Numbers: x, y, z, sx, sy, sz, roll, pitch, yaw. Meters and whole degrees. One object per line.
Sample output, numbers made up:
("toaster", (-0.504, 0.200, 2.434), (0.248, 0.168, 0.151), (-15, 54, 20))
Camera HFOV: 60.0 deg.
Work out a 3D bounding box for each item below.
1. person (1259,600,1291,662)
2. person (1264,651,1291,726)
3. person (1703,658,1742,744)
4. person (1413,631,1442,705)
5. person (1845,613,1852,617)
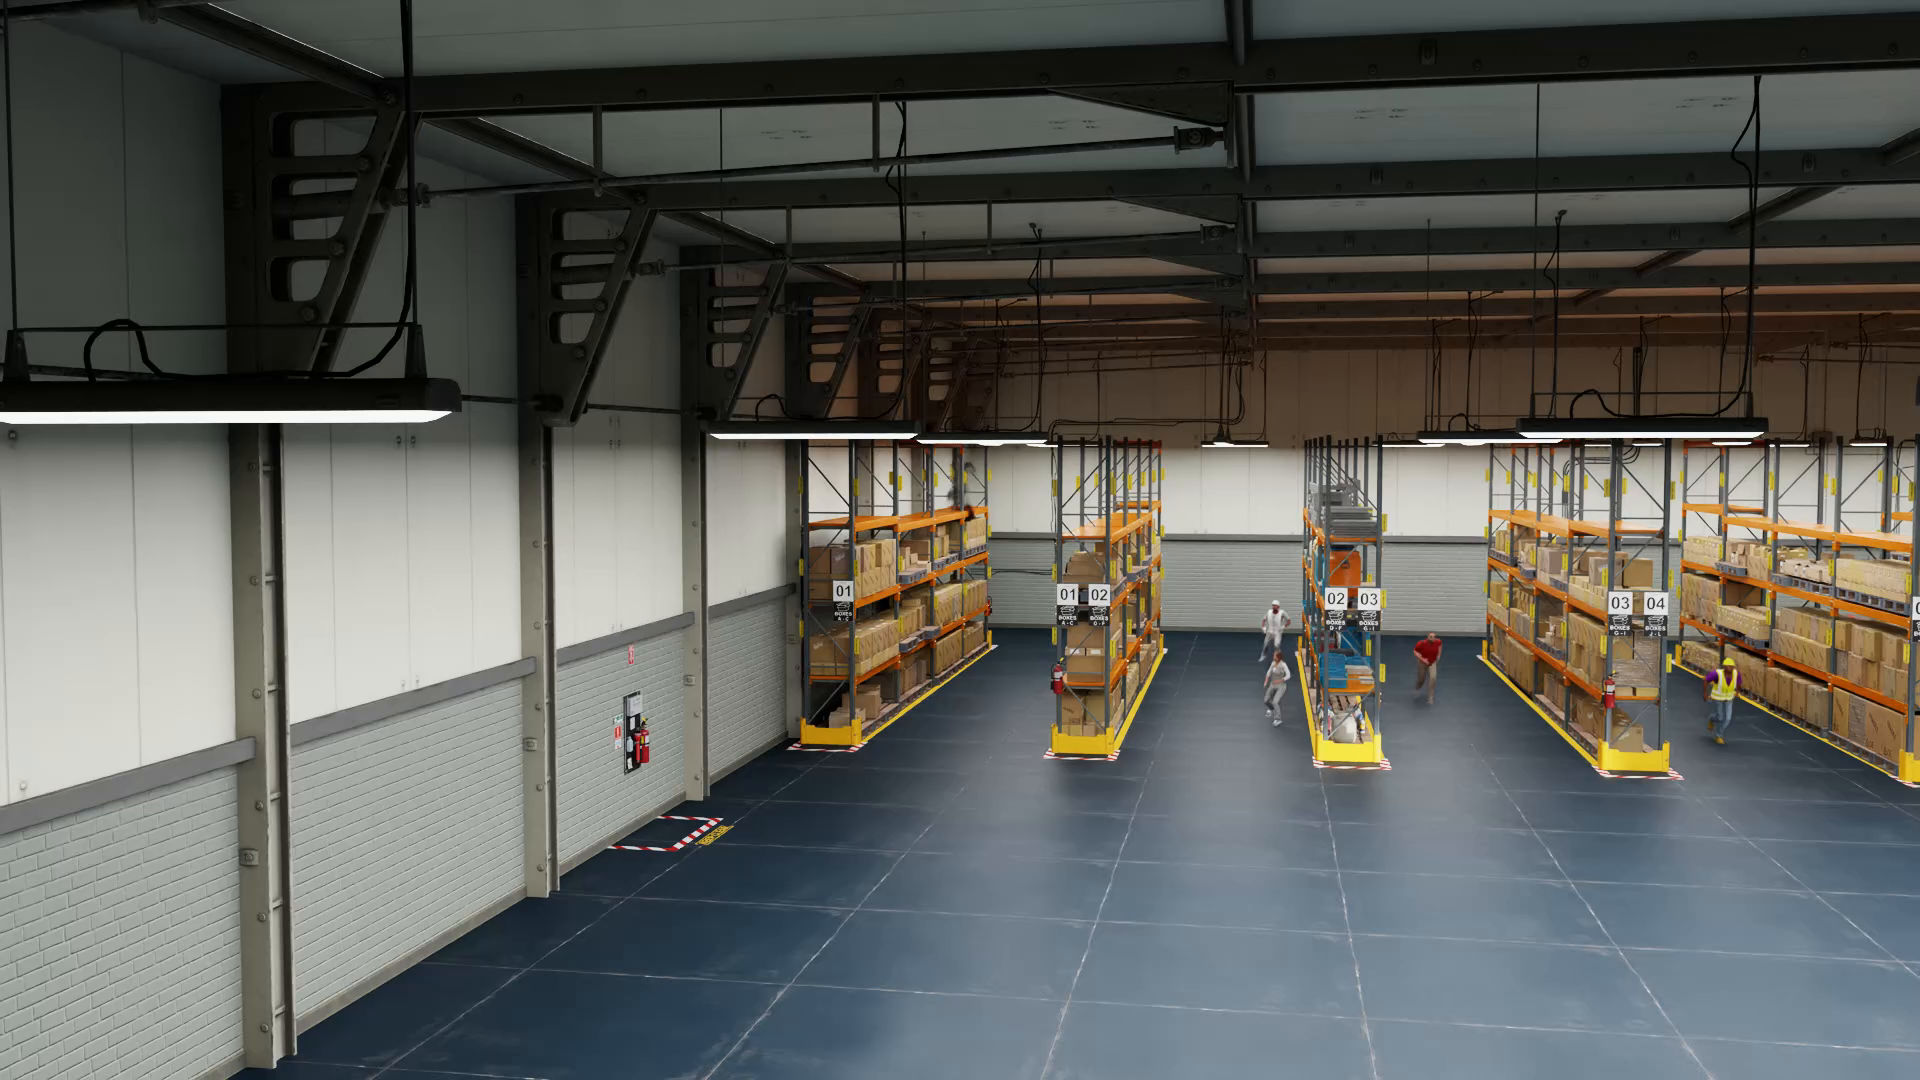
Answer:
("person", (8.317, 2.481, 44.114), (0.904, 1.777, 0.745), (2, 3, 27))
("person", (6.635, 3.089, 34.751), (0.674, 1.566, 0.511), (3, 4, 42))
("person", (14.938, 3.135, 32.595), (0.695, 1.691, 0.809), (0, 3, -5))
("person", (10.597, 2.879, 37.860), (0.703, 1.694, 1.020), (0, 3, -7))
("person", (21.349, 2.657, 40.096), (0.671, 1.783, 0.884), (0, 3, 3))
